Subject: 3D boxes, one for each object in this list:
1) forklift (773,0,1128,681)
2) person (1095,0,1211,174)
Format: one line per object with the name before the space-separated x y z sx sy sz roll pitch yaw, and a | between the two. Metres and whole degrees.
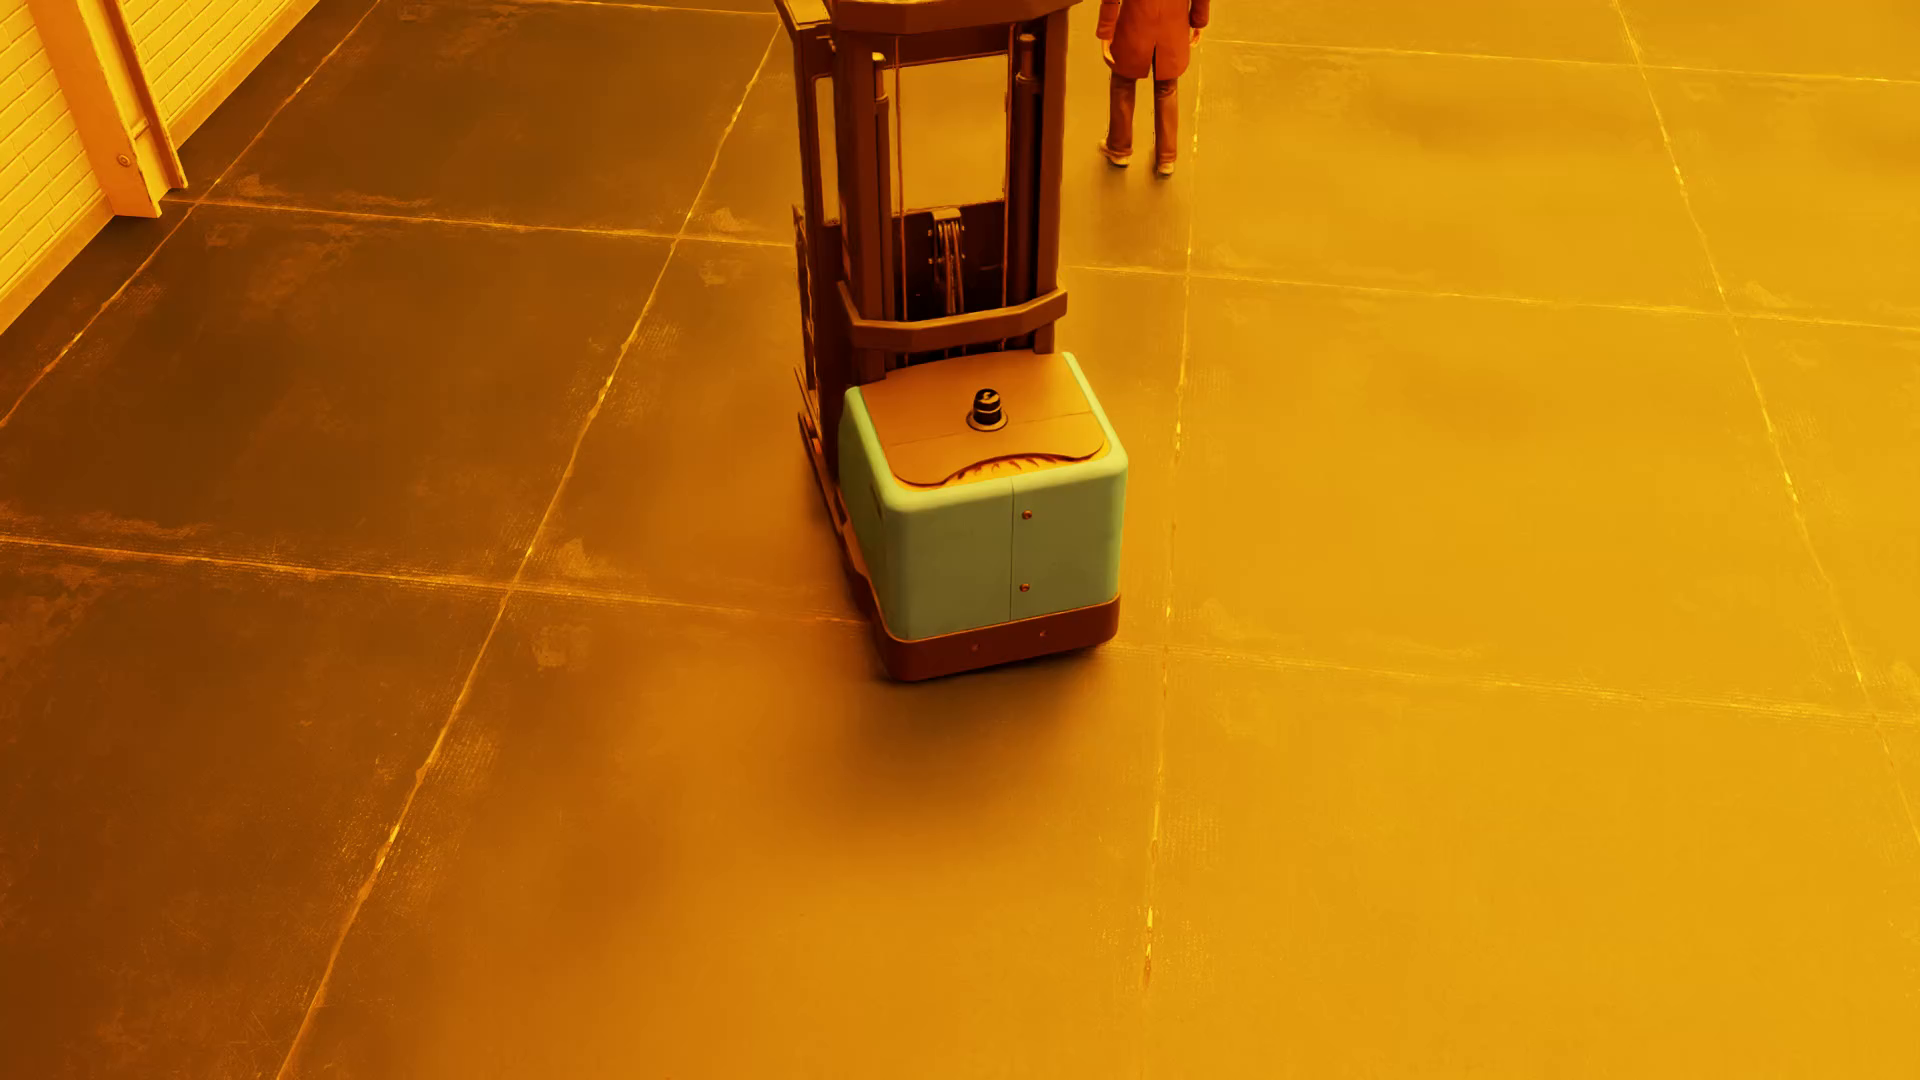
forklift | -0.185 -1.486 7.342 1.130 2.935 3.031 -11 44 -11
person | 1.132 -3.042 9.913 0.681 1.802 0.511 -3 43 -3
